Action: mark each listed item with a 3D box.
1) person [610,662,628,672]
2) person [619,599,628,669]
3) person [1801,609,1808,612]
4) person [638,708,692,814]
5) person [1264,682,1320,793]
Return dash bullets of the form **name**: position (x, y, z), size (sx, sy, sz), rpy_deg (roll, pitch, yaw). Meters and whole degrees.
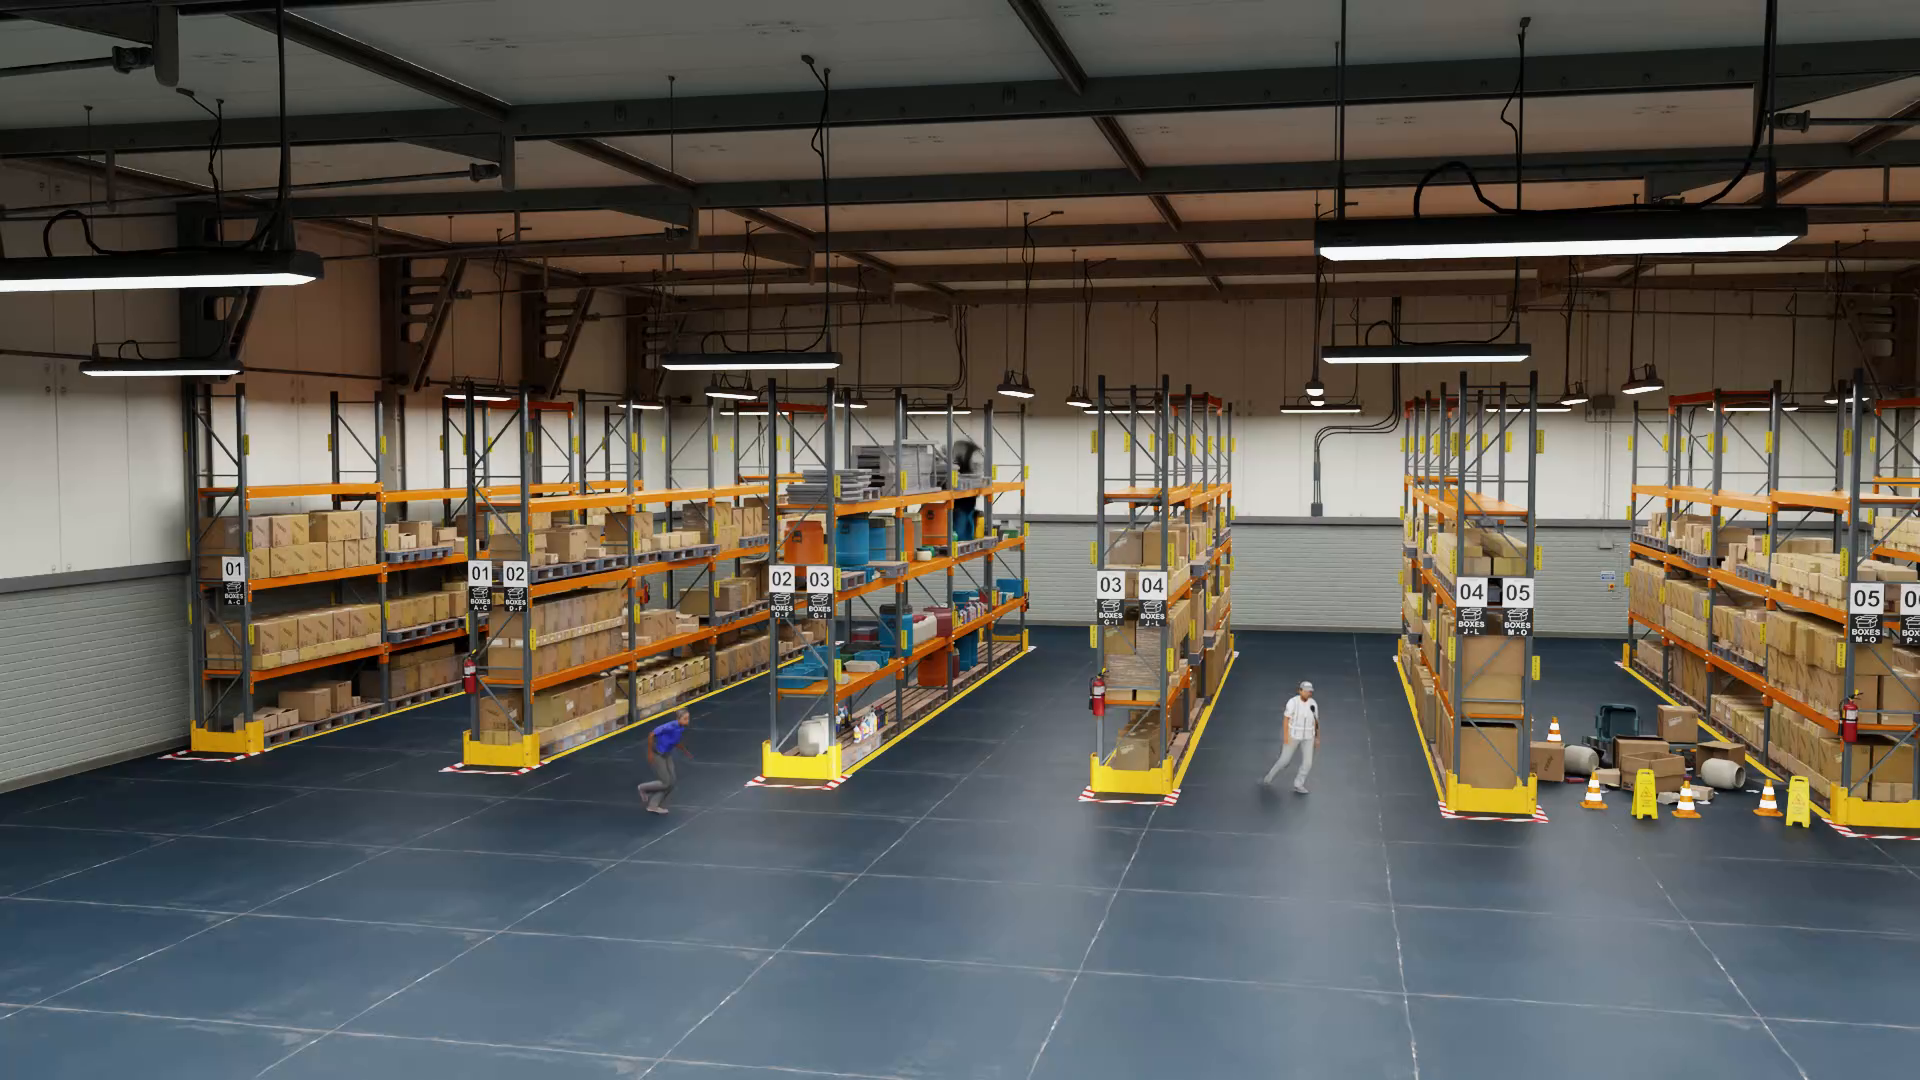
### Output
- **person**: position (-6.985, 2.311, 34.170), size (0.681, 1.521, 0.802), rpy_deg (-1, 3, -12)
- **person**: position (-7.548, 2.073, 36.629), size (0.558, 1.688, 0.703), rpy_deg (0, 3, 3)
- **person**: position (17.097, 2.169, 33.625), size (0.689, 1.752, 1.063), rpy_deg (0, 3, -3)
- **person**: position (-4.018, 2.994, 22.499), size (0.788, 1.470, 0.591), rpy_deg (1, 3, 21)
- **person**: position (4.795, 2.821, 23.944), size (0.758, 1.598, 0.579), rpy_deg (0, 3, -5)
